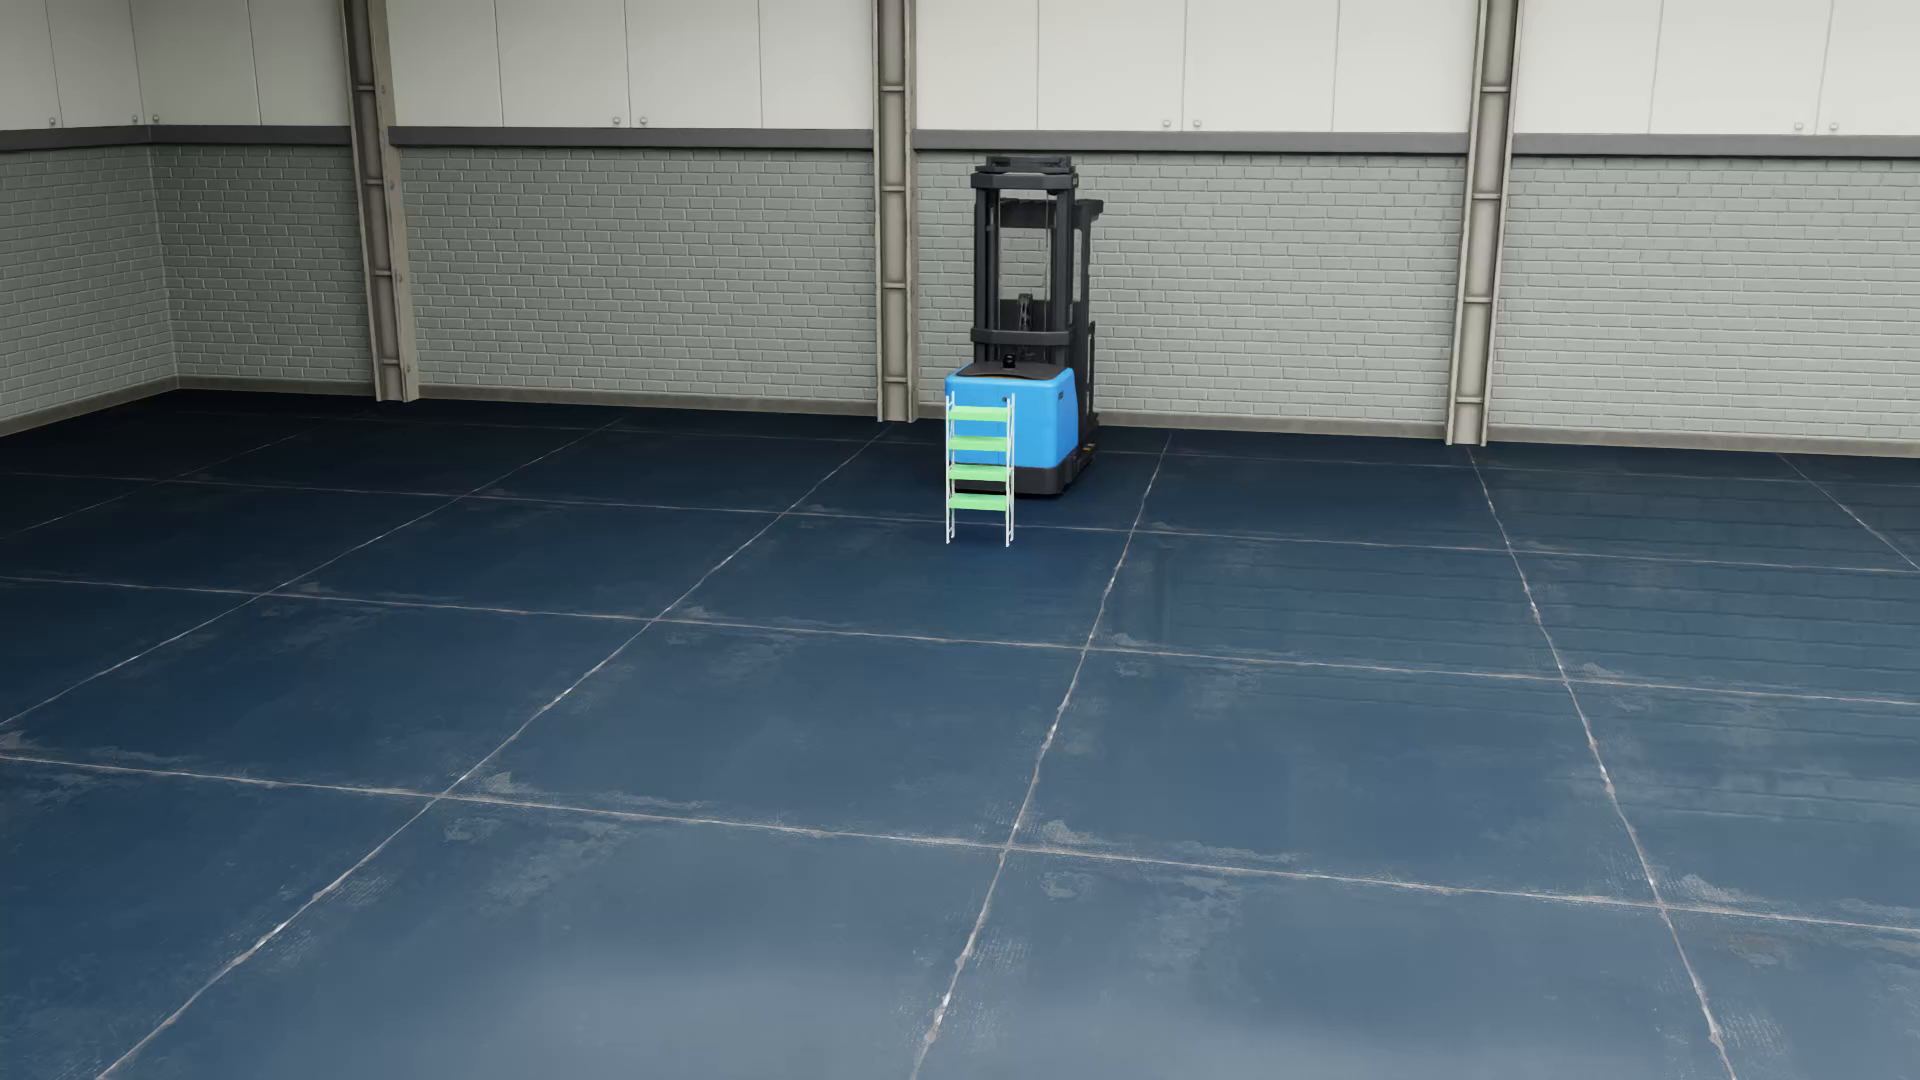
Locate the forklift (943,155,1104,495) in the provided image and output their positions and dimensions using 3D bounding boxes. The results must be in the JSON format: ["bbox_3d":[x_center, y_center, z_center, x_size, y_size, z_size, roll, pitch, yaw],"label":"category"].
[{"bbox_3d":[0.729,-2.163,15.811,1.130,2.935,3.031,4,16,15],"label":"forklift"}]

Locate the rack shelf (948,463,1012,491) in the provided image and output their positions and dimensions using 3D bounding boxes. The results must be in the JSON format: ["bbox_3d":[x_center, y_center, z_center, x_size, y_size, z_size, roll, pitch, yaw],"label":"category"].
[{"bbox_3d":[0.162,-0.508,13.317,0.480,0.148,0.258,3,16,11],"label":"rack shelf"}]

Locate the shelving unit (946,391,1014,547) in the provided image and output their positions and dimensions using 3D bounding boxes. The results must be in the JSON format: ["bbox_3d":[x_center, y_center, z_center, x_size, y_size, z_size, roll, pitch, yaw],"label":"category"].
[{"bbox_3d":[0.162,-0.569,13.300,0.503,1.200,0.258,3,16,11],"label":"shelving unit"}]

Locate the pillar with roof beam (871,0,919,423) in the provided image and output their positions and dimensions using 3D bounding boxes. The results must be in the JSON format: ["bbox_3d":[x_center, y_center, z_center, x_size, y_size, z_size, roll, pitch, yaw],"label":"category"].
[{"bbox_3d":[-1.539,-4.536,13.010,0.400,9.000,9.100,3,16,11],"label":"pillar with roof beam"}]

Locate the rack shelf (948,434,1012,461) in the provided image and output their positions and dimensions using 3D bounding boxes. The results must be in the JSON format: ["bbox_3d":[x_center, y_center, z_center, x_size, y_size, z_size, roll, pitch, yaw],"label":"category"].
[{"bbox_3d":[0.162,-0.739,13.253,0.480,0.148,0.258,3,16,11],"label":"rack shelf"}]

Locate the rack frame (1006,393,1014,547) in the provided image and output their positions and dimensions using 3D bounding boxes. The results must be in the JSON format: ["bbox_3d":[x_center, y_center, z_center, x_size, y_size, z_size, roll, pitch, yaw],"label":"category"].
[{"bbox_3d":[0.401,-0.556,13.253,0.015,1.200,0.240,3,16,11],"label":"rack frame"}]

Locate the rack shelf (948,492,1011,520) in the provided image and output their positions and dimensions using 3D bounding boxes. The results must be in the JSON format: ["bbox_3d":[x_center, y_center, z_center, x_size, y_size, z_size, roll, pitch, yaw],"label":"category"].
[{"bbox_3d":[0.162,-0.277,13.381,0.480,0.148,0.258,3,16,11],"label":"rack shelf"}]

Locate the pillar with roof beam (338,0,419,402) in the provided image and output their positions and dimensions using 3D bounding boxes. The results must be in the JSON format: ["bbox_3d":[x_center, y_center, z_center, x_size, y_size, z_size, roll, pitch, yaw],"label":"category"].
[{"bbox_3d":[-7.418,-4.855,14.163,0.400,9.000,9.100,3,16,11],"label":"pillar with roof beam"}]

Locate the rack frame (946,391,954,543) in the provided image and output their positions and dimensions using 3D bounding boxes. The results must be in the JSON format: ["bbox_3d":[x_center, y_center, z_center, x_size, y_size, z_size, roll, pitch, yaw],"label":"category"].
[{"bbox_3d":[-0.077,-0.582,13.347,0.015,1.200,0.240,3,16,11],"label":"rack frame"}]

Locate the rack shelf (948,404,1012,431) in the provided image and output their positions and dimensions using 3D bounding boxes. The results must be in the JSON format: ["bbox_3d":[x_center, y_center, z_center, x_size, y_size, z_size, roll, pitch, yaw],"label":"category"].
[{"bbox_3d":[0.162,-0.970,13.189,0.480,0.148,0.258,3,16,11],"label":"rack shelf"}]

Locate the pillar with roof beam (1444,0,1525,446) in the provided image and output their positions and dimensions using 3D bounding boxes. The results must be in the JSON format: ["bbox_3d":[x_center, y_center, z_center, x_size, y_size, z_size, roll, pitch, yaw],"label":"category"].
[{"bbox_3d":[4.341,-4.217,11.858,0.400,9.000,9.100,3,16,11],"label":"pillar with roof beam"}]
